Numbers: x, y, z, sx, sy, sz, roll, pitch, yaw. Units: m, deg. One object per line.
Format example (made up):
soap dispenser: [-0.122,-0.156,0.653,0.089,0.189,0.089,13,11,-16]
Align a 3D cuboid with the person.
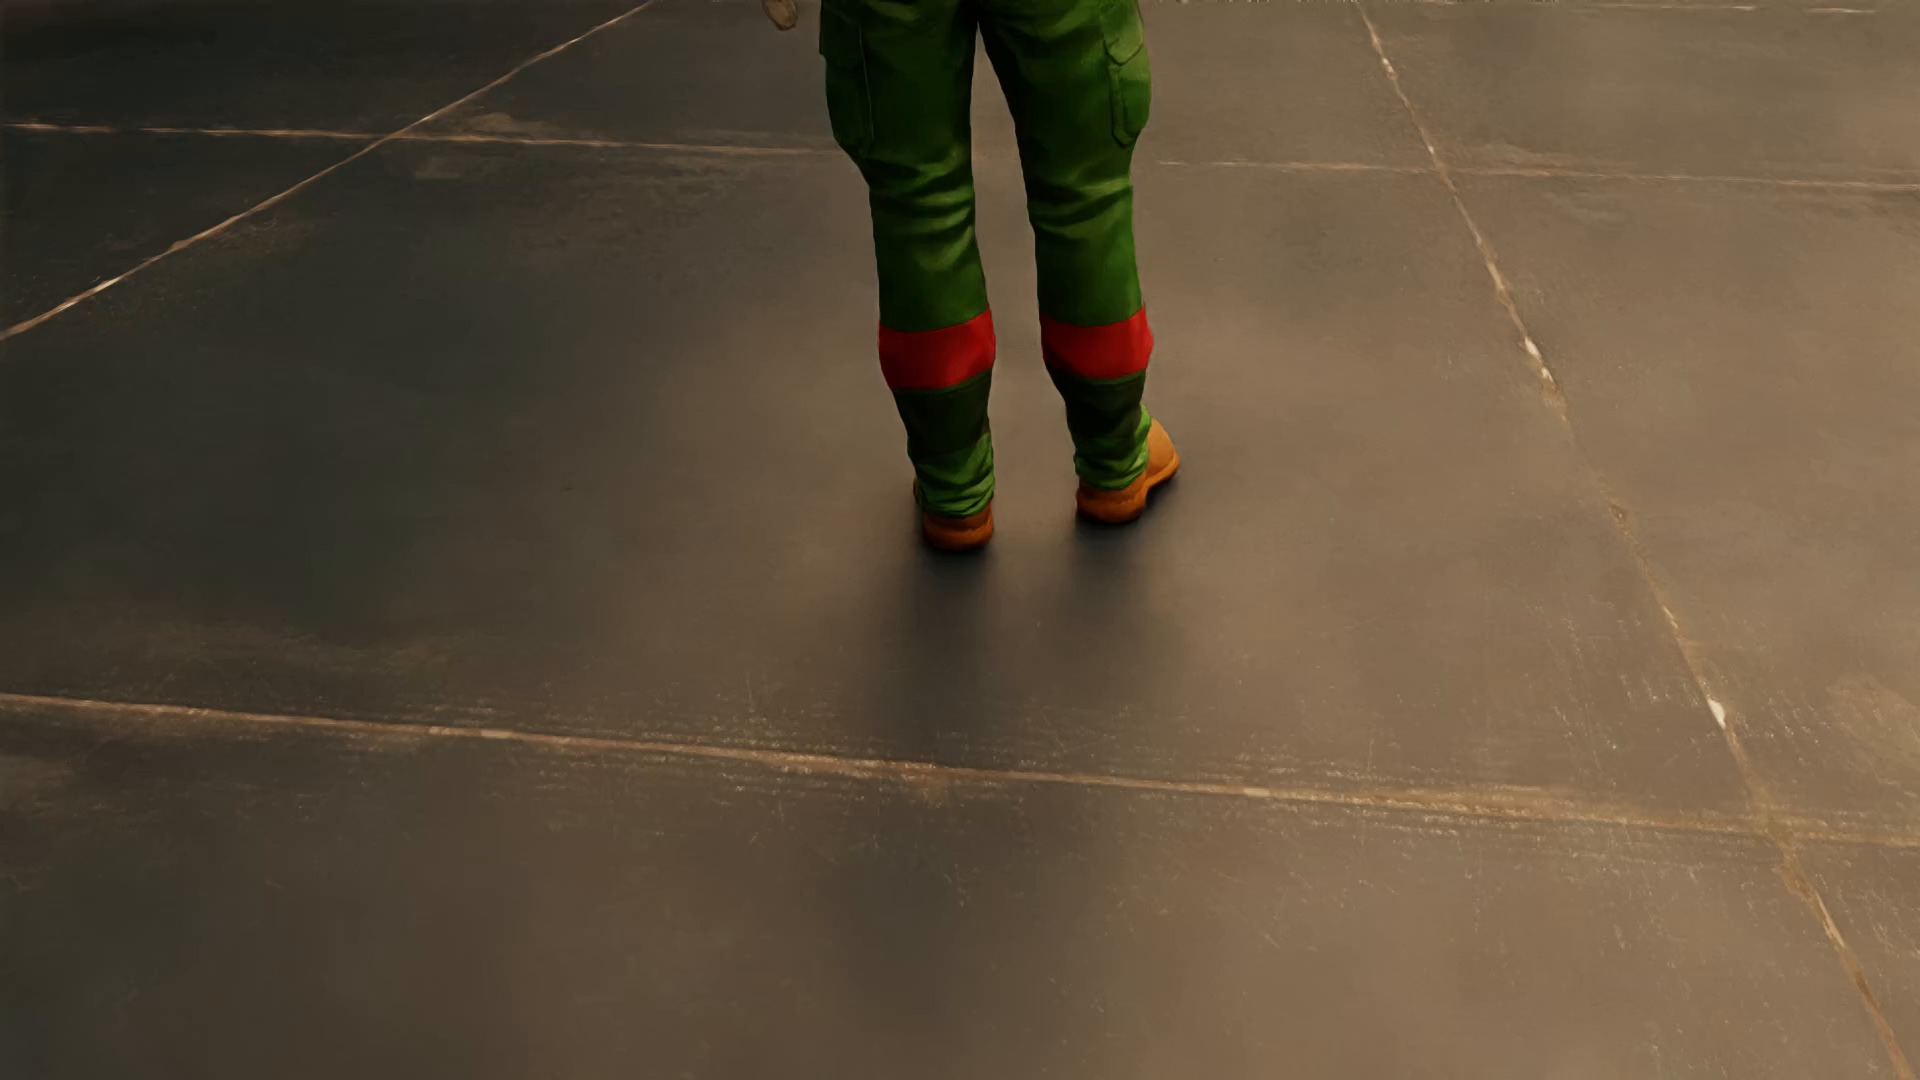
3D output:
person: [0.022,-0.842,2.167,0.637,1.787,0.563,3,27,7]
